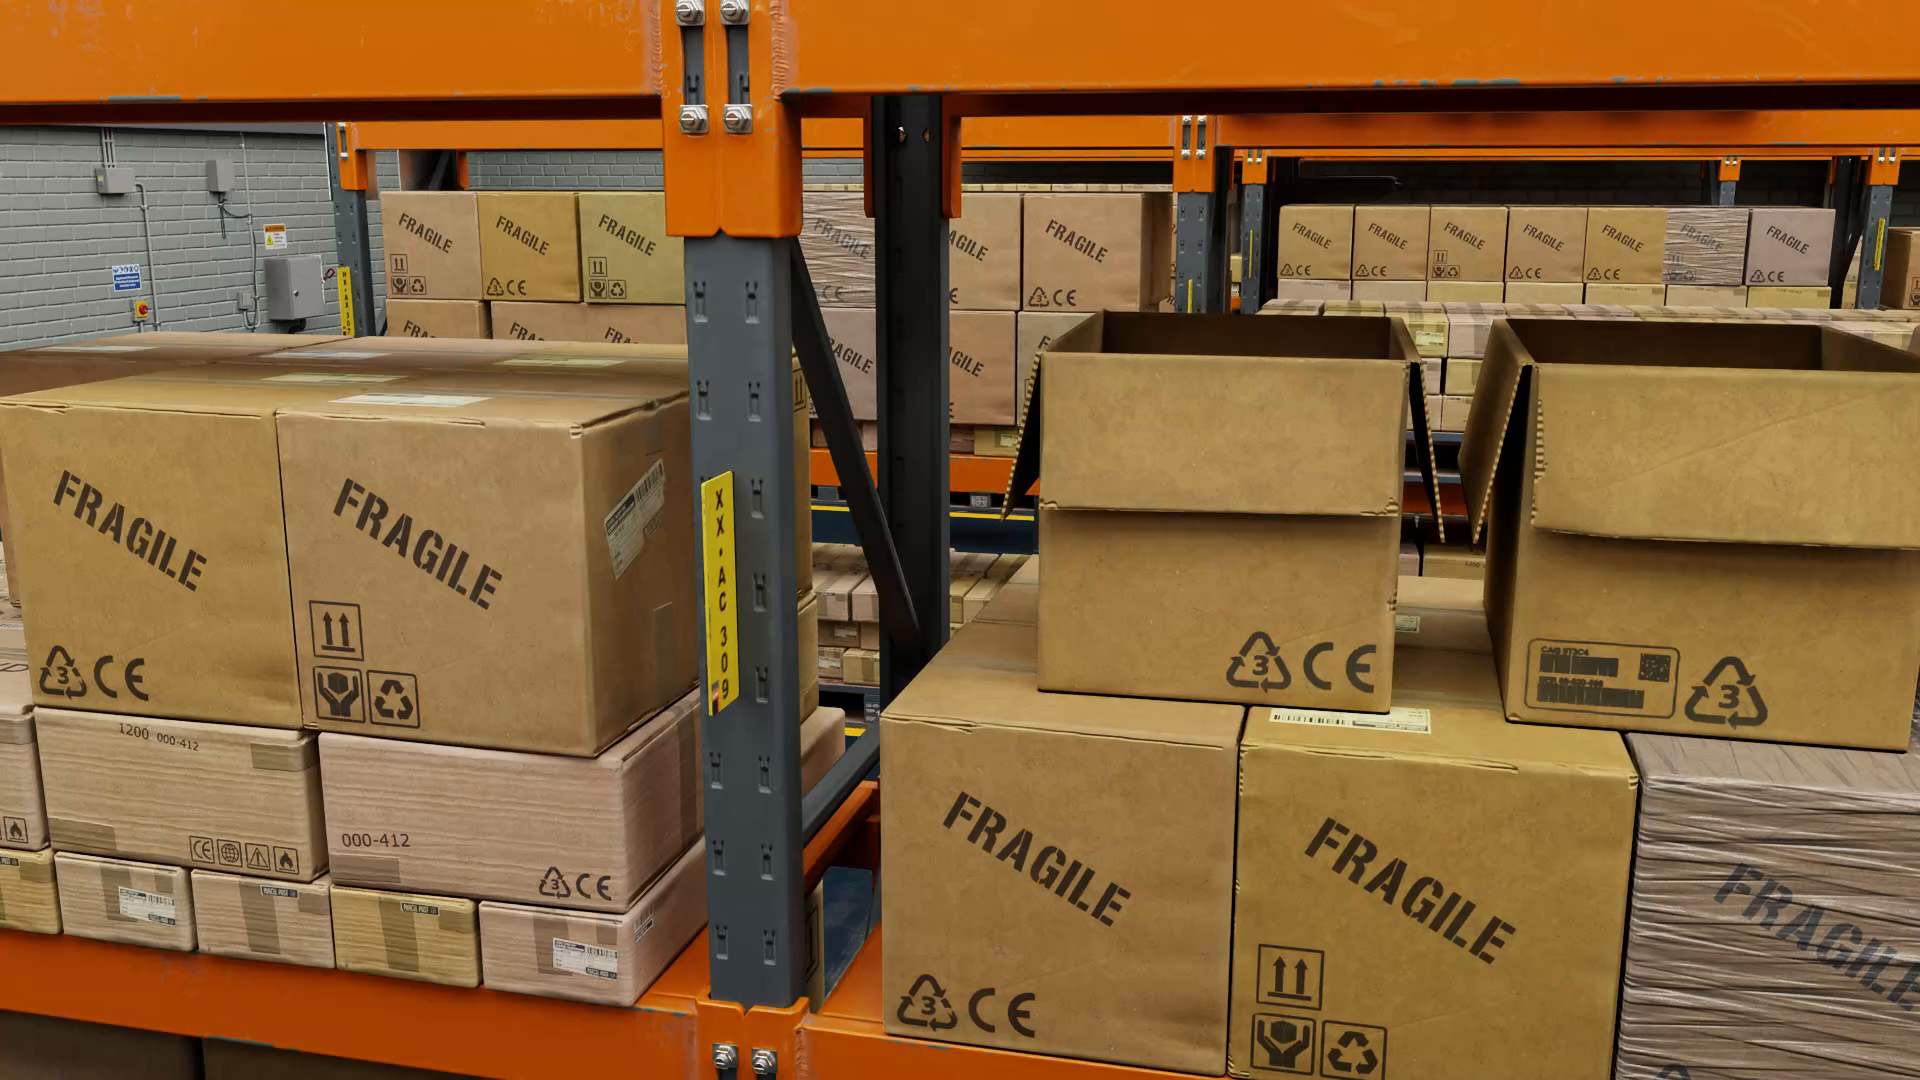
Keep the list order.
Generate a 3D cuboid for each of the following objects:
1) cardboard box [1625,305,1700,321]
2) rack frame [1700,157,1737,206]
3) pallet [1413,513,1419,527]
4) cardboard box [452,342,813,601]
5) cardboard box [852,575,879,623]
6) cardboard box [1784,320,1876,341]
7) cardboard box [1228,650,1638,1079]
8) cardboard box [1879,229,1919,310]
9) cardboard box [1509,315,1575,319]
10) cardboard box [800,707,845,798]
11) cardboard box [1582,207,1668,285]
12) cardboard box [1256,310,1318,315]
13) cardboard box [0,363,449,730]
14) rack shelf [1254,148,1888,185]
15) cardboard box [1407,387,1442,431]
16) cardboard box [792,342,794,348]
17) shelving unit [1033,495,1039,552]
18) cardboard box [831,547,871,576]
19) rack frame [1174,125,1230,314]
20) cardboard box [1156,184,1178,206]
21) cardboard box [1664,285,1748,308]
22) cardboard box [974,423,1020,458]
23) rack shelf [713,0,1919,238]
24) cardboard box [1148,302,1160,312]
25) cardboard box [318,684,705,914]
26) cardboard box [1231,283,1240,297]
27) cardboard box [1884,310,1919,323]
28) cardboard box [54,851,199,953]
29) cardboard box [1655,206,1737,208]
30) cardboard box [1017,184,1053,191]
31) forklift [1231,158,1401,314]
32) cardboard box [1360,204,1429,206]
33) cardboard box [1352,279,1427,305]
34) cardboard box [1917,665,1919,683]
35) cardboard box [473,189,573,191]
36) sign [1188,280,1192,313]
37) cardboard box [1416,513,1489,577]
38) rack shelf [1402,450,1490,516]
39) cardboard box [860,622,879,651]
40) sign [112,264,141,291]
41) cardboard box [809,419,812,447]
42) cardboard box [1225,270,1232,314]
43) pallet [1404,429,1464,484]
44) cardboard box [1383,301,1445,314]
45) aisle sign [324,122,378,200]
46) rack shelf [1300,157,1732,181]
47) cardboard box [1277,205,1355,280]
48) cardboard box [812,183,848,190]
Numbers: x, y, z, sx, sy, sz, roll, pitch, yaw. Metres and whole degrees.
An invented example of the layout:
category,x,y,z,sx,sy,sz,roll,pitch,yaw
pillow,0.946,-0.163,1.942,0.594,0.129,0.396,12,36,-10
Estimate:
category,x,y,z,sx,sy,sz,roll,pitch,yaw
cardboard box,3.052,-0.931,7.242,0.250,0.149,0.380,3,13,13
rack frame,7.245,-2.502,16.086,0.127,3.000,1.000,3,13,14
pallet,2.943,-0.280,12.509,1.213,0.211,1.003,3,13,14
cardboard box,-0.602,-0.098,3.180,0.500,0.500,0.500,3,13,14
cardboard box,-0.339,0.272,7.820,0.250,0.149,0.380,2,13,11
cardboard box,3.395,-0.768,6.505,0.250,0.149,0.380,3,13,14
cardboard box,0.677,0.472,2.451,0.500,0.500,0.500,3,13,14
cardboard box,6.441,-1.785,10.967,0.500,0.500,0.500,3,13,12
cardboard box,2.371,-0.821,6.748,0.250,0.149,0.380,3,13,13
cardboard box,-0.406,0.456,3.334,0.250,0.149,0.380,3,13,14
cardboard box,4.514,-2.019,11.369,0.500,0.500,0.500,3,13,14
cardboard box,1.360,-0.875,6.989,0.250,0.149,0.380,4,13,16
cardboard box,-1.194,-0.014,2.801,0.500,0.500,0.500,3,13,14
rack shelf,4.118,-2.675,11.601,4.000,0.370,1.077,3,13,14
cardboard box,1.873,-0.558,6.932,0.250,0.149,0.380,3,13,14
cardboard box,-0.931,-0.864,7.785,0.500,0.500,0.500,3,13,12
shelving unit,0.083,-0.728,11.551,1.048,1.500,0.538,3,13,14
cardboard box,-0.478,0.150,8.371,0.250,0.149,0.380,3,13,11
rack frame,1.088,-0.619,7.600,0.127,3.000,1.000,3,13,14
cardboard box,1.571,-2.505,12.061,0.250,0.149,0.380,3,13,15
cardboard box,5.030,-1.626,11.331,0.500,0.250,0.500,3,13,12
cardboard box,0.233,-0.479,7.549,0.250,0.149,0.380,4,13,16
rack shelf,1.743,-0.591,2.208,4.000,0.370,1.077,3,13,14
cardboard box,0.668,-0.892,7.912,0.500,0.500,0.500,3,13,13
cardboard box,-0.690,0.379,2.761,0.500,0.250,0.500,3,13,12
cardboard box,2.733,-2.559,16.924,0.250,0.149,0.380,3,13,15
cardboard box,4.071,-0.876,6.996,0.250,0.149,0.380,3,13,13
cardboard box,-1.322,0.554,2.891,0.250,0.149,0.380,3,13,15
cardboard box,5.155,-2.096,11.715,0.500,0.500,0.500,3,13,14
cardboard box,0.575,-2.548,12.256,0.250,0.149,0.380,3,13,12
forklift,3.055,-1.934,13.686,3.031,2.935,1.130,3,13,15
cardboard box,3.174,-2.207,12.216,0.500,0.500,0.500,3,13,15
cardboard box,3.048,-1.733,11.812,0.500,0.250,0.500,3,13,14
cardboard box,1.309,0.389,2.823,0.500,0.500,0.500,3,13,13
cardboard box,-2.292,-1.538,8.513,0.500,0.500,0.500,3,13,12
sign,0.965,-0.928,6.990,0.005,0.325,0.100,3,13,14
cardboard box,2.368,0.045,7.677,0.500,0.250,0.500,4,13,16
rack shelf,3.030,-0.164,7.210,4.000,0.370,1.077,3,13,14
cardboard box,-0.296,0.408,7.894,0.250,0.149,0.380,3,13,15
sign,-7.259,-2.286,14.487,0.001,0.218,0.327,3,13,14
cardboard box,-0.781,-0.528,7.770,0.250,0.149,0.380,3,13,15
cardboard box,1.783,-1.794,12.663,0.500,0.500,0.500,4,13,15
pallet,1.795,-0.456,7.304,1.213,0.211,1.003,3,13,14
cardboard box,2.036,-0.985,7.484,0.250,0.149,0.380,3,13,12
aisle sign,-2.938,-2.037,7.987,0.004,0.787,0.394,3,13,14
rack shelf,5.303,-3.719,16.307,4.000,0.370,1.077,3,13,14
cardboard box,2.534,-2.119,11.821,0.500,0.500,0.500,3,13,14
cardboard box,-0.933,-2.614,12.553,0.250,0.149,0.380,3,13,15
